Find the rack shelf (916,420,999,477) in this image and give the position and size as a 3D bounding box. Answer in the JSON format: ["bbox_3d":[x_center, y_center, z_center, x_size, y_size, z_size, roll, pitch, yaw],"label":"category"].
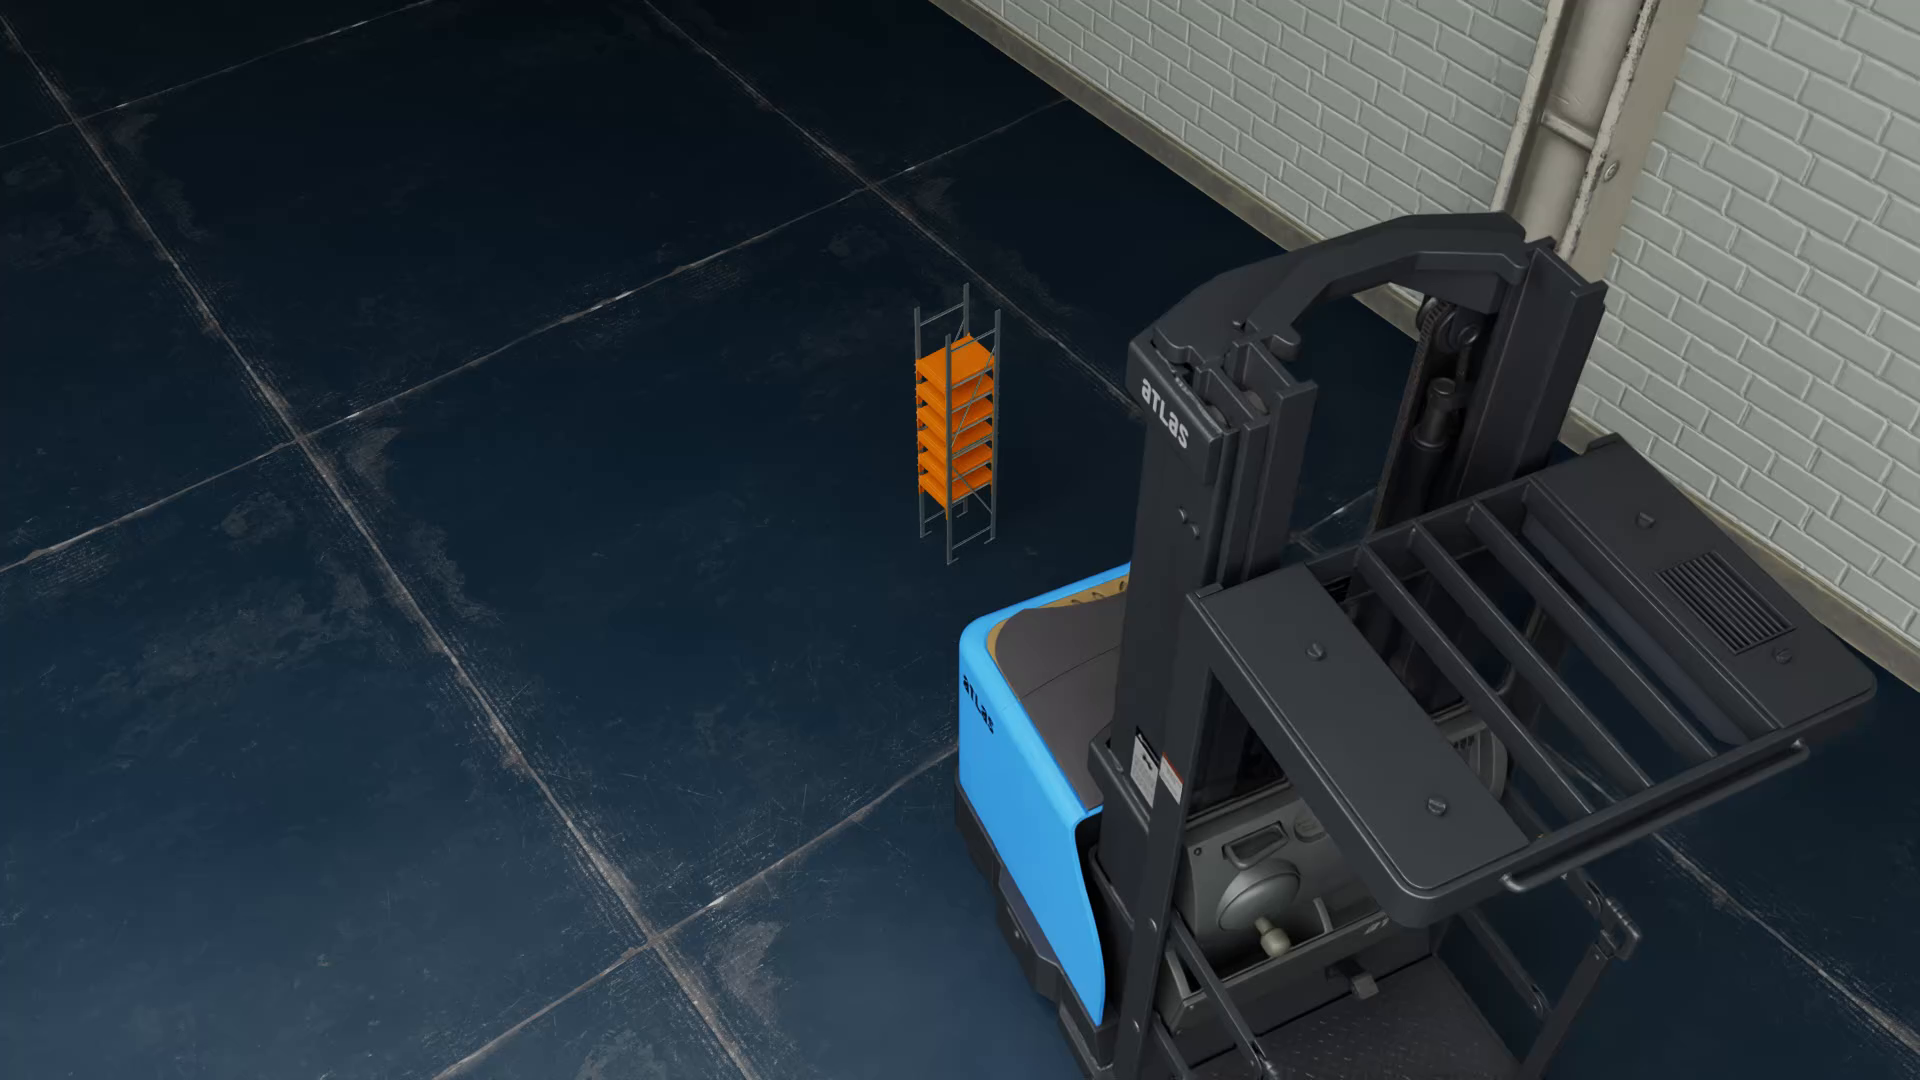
[{"bbox_3d":[-0.009,-0.382,6.345,0.258,0.103,0.180,-29,54,-24],"label":"rack shelf"}]

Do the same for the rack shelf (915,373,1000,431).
[{"bbox_3d":[-0.009,-0.543,6.167,0.258,0.103,0.180,-29,54,-24],"label":"rack shelf"}]

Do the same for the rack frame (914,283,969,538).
[{"bbox_3d":[-0.064,-0.465,6.361,0.240,1.200,0.006,-29,54,-24],"label":"rack frame"}]

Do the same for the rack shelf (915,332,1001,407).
[{"bbox_3d":[-0.009,-0.623,6.078,0.258,0.103,0.180,-29,54,-24],"label":"rack shelf"}]

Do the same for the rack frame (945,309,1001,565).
[{"bbox_3d":[0.047,-0.358,6.263,0.240,1.200,0.006,-29,54,-24],"label":"rack frame"}]

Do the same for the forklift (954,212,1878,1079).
[{"bbox_3d":[1.067,0.831,4.017,1.130,2.935,3.031,-19,51,-17],"label":"forklift"}]

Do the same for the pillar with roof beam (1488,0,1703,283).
[{"bbox_3d":[-1.119,-1.630,2.152,9.100,9.000,0.400,-29,54,-24],"label":"pillar with roof beam"}]

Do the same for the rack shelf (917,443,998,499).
[{"bbox_3d":[-0.009,-0.301,6.434,0.258,0.103,0.180,-29,54,-24],"label":"rack shelf"}]

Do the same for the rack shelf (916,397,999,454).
[{"bbox_3d":[-0.009,-0.462,6.256,0.258,0.103,0.180,-29,54,-24],"label":"rack shelf"}]

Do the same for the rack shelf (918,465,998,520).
[{"bbox_3d":[-0.009,-0.220,6.523,0.258,0.103,0.180,-29,54,-24],"label":"rack shelf"}]

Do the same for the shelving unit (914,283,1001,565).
[{"bbox_3d":[-0.009,-0.412,6.312,0.258,1.200,0.189,-29,54,-24],"label":"shelving unit"}]
